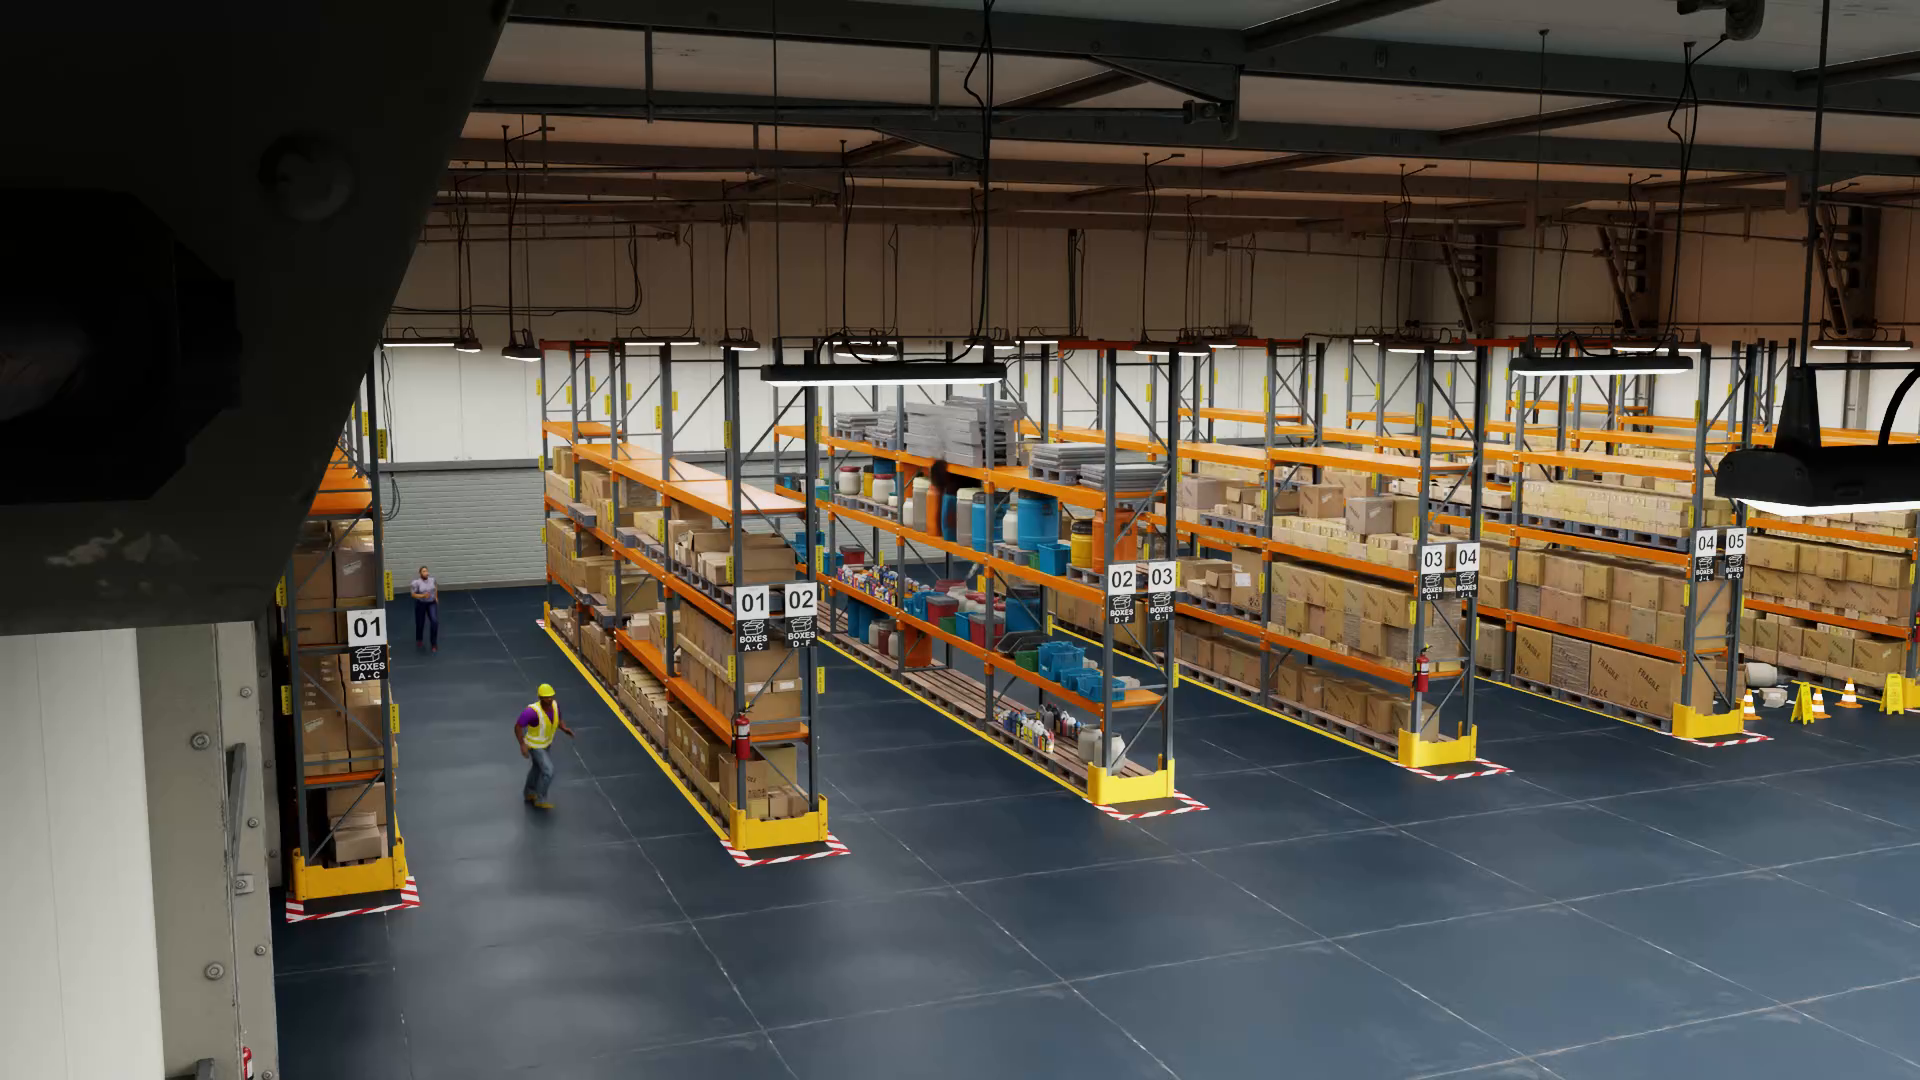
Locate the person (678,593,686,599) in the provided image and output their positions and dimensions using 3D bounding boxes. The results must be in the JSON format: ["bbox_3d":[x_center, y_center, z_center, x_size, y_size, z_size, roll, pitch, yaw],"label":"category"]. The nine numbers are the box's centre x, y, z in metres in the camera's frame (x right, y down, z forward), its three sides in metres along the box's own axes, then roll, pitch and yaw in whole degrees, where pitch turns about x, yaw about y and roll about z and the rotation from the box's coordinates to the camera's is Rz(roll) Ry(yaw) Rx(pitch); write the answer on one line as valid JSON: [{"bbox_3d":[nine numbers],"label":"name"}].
[{"bbox_3d":[-5.232,1.272,32.433,0.615,1.754,0.814,-3,8,-22],"label":"person"}]

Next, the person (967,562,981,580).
[{"bbox_3d":[0.565,0.165,40.866,0.791,1.734,0.757,-6,9,-38],"label":"person"}]

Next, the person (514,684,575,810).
[{"bbox_3d":[-5.454,2.697,21.777,0.849,1.718,0.697,2,8,15],"label":"person"}]

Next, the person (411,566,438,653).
[{"bbox_3d":[-10.362,1.337,32.223,0.566,1.706,0.826,-4,9,-31],"label":"person"}]
